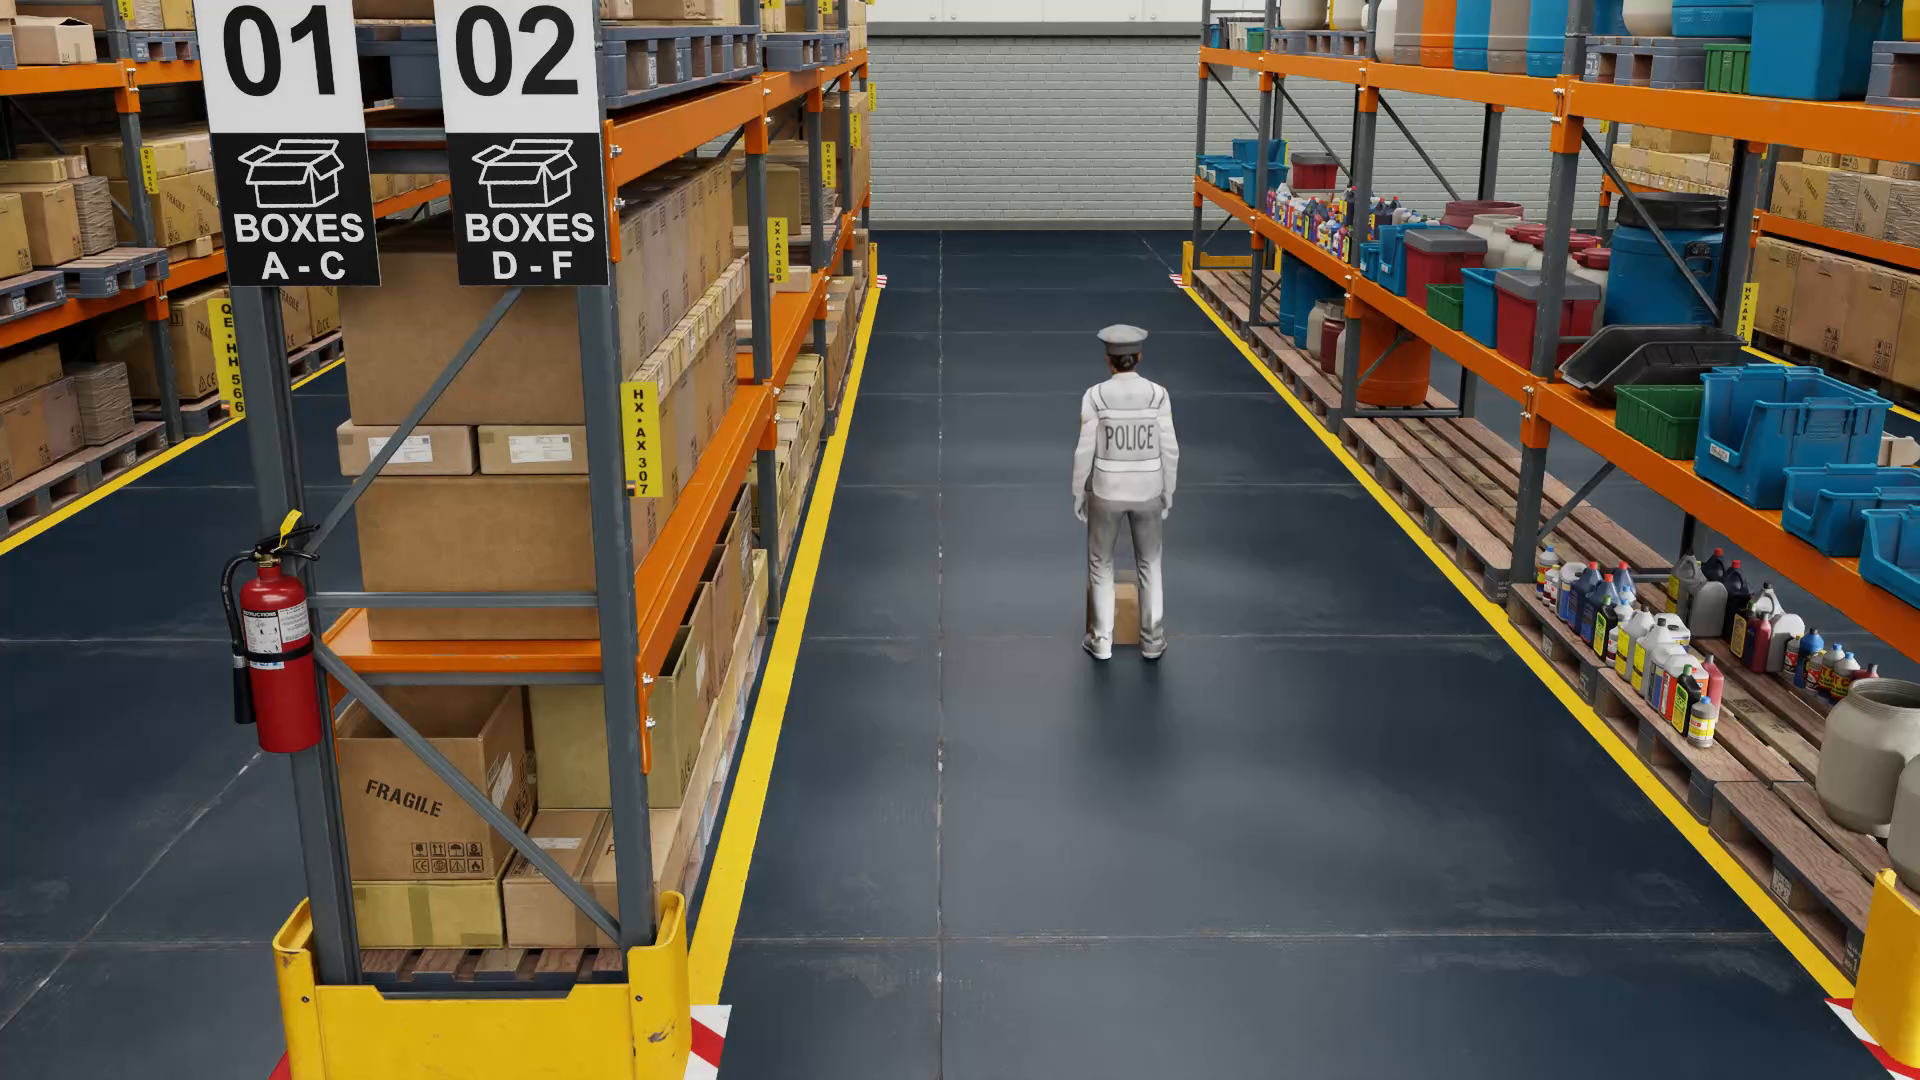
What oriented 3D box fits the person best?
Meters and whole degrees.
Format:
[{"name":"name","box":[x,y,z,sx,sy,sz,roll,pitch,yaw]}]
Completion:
[{"name":"person","box":[0.811,-0.215,8.236,0.522,1.662,0.371,-1,17,-3]}]
